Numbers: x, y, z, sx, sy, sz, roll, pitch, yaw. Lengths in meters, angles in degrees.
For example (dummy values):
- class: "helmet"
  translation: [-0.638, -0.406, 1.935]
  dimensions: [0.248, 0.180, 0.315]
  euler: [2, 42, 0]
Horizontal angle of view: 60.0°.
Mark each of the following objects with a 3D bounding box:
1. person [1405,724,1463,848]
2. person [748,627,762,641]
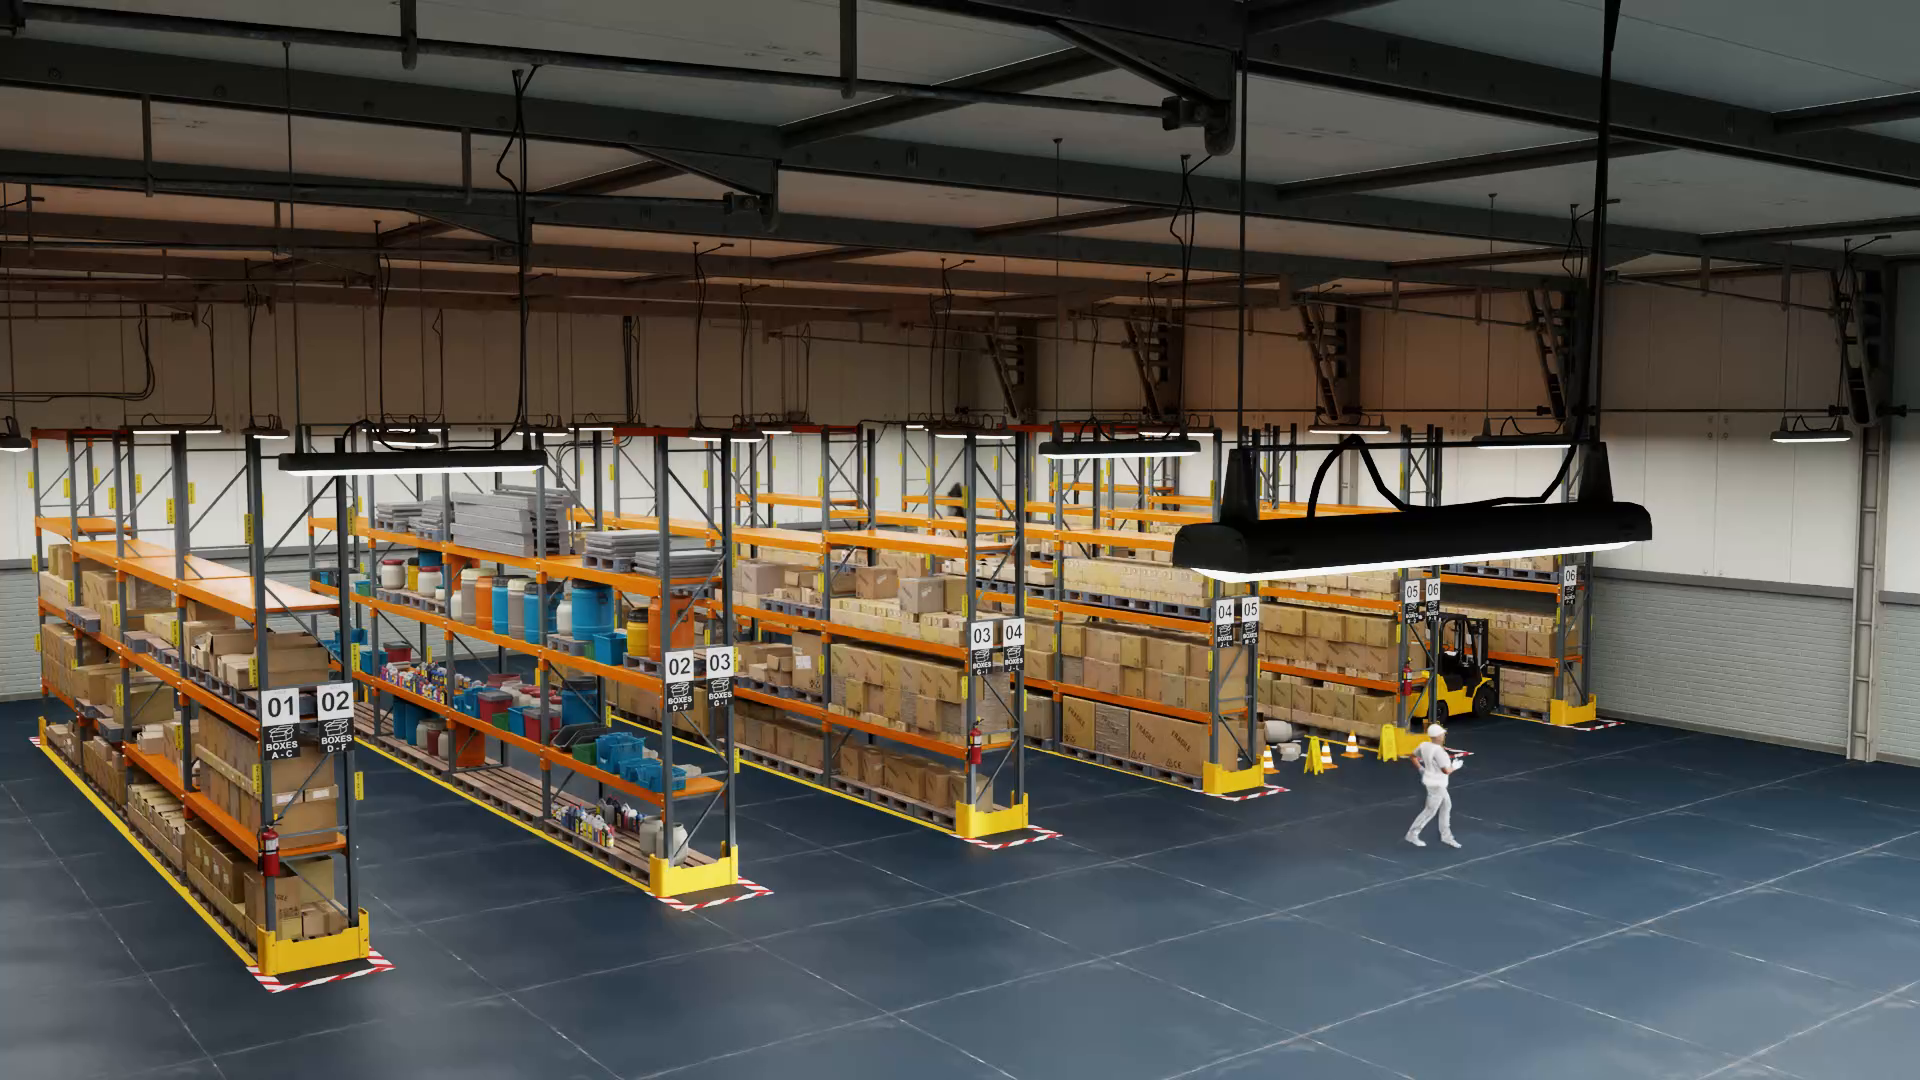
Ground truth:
- class: "person"
  translation: [6.817, 3.548, 23.890]
  dimensions: [0.864, 1.826, 0.669]
  euler: [0, 4, 0]
- class: "person"
  translation: [-5.120, 2.190, 41.877]
  dimensions: [0.843, 1.758, 0.757]
  euler: [1, 5, 12]
